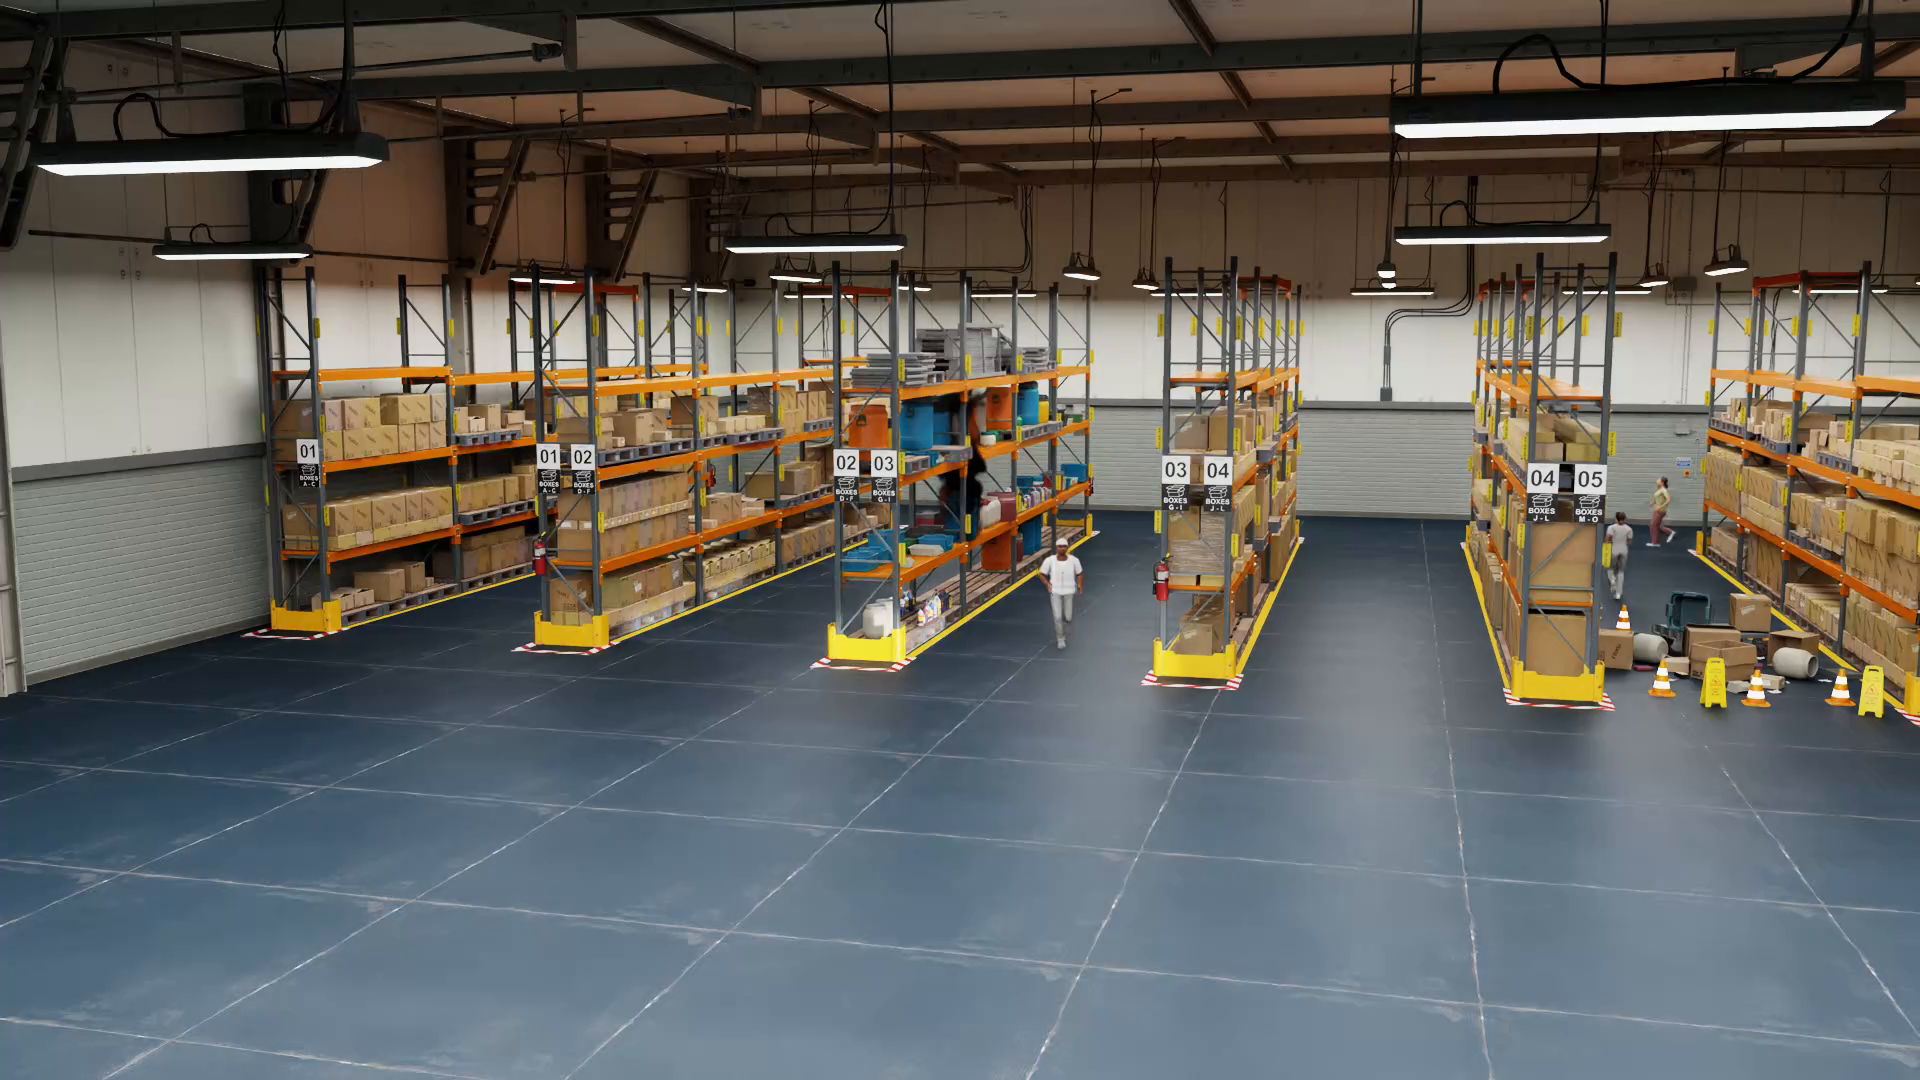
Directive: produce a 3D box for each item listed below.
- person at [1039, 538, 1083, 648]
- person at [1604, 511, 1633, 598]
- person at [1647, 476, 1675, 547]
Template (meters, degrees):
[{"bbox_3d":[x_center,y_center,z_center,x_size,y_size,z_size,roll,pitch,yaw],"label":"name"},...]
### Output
[{"bbox_3d":[1.605,0.823,26.342,0.702,1.723,0.598,0,7,-1],"label":"person"},{"bbox_3d":[12.270,0.258,31.072,0.543,1.624,0.636,1,7,9],"label":"person"},{"bbox_3d":[16.146,-0.648,38.190,0.618,1.626,0.574,1,7,11],"label":"person"}]
